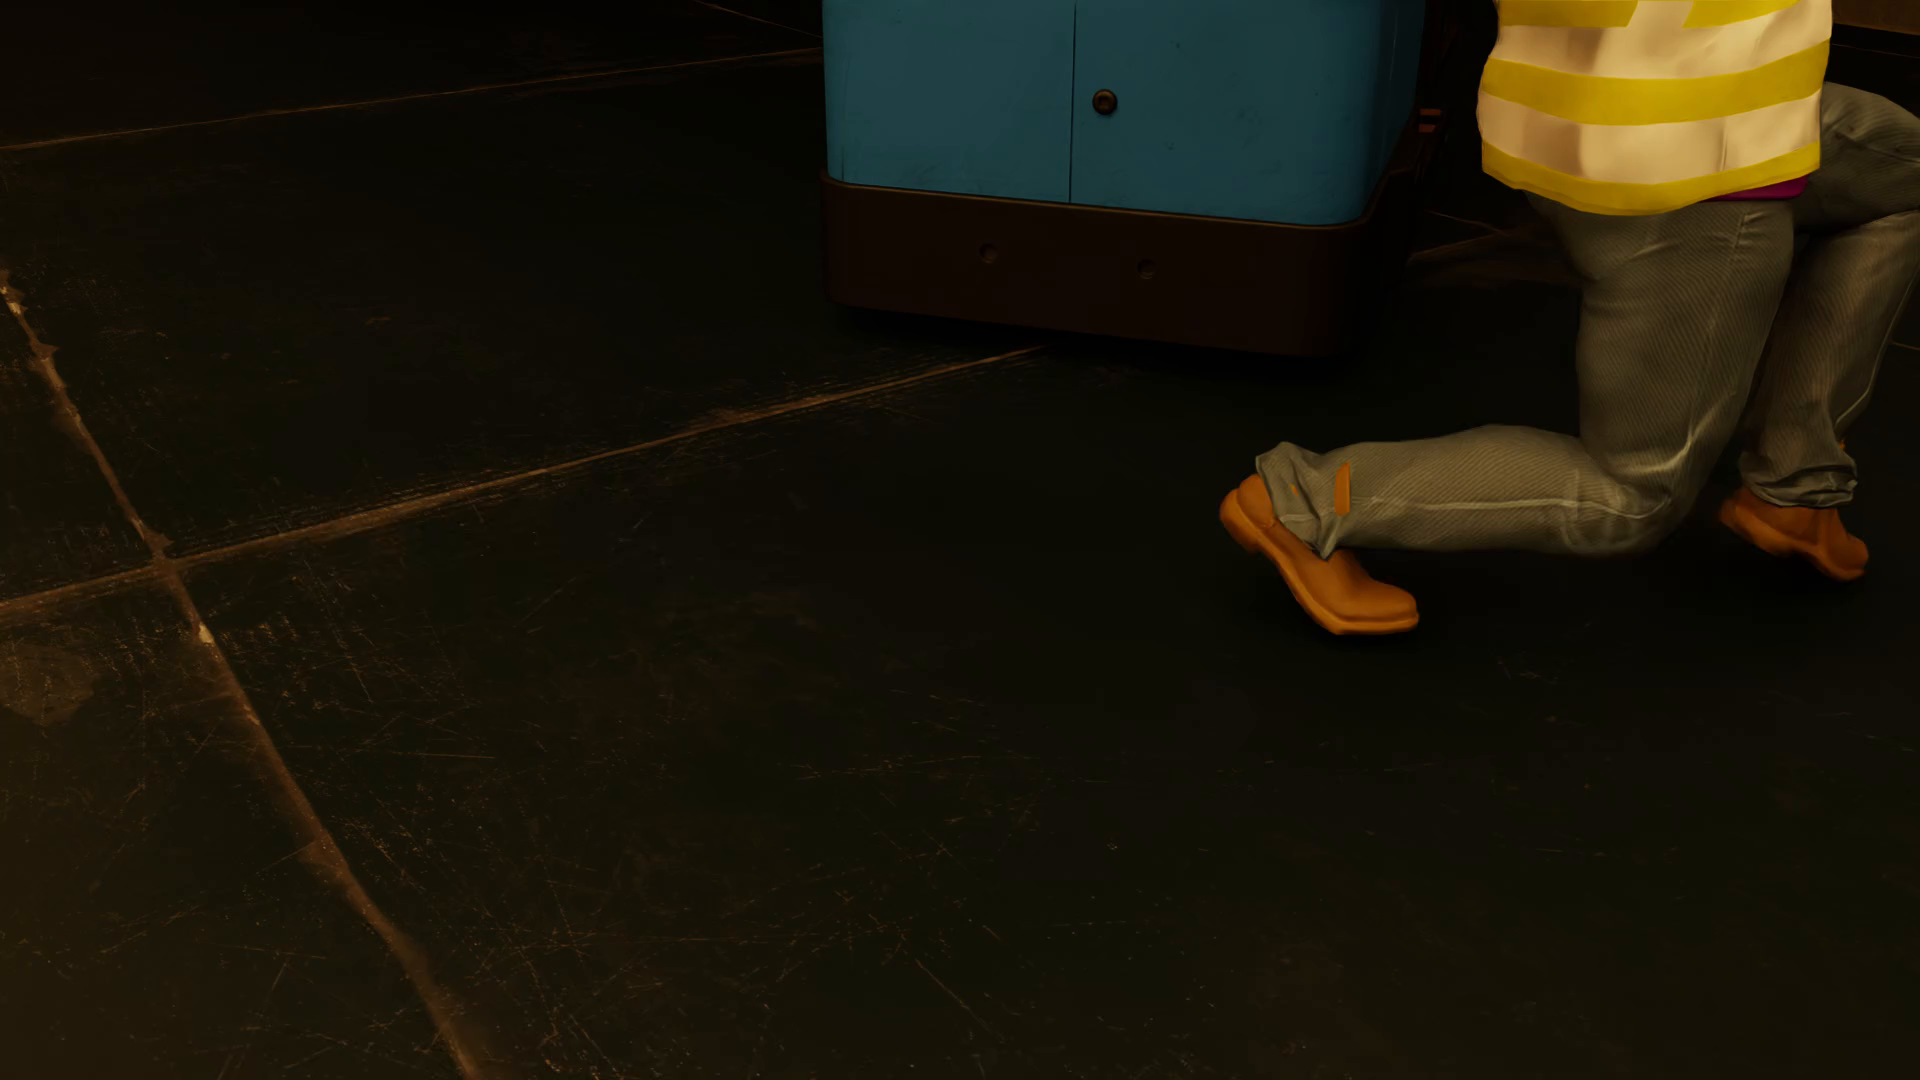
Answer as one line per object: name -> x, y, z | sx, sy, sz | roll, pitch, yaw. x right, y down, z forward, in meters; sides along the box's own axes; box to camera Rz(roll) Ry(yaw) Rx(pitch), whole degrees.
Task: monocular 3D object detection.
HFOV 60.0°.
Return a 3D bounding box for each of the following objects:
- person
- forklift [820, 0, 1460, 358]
person -> 0.789, -0.676, 2.212 | 0.965, 1.471, 1.002 | -6, 27, -11
forklift -> 0.690, -2.278, 3.772 | 1.130, 2.935, 3.031 | 9, 28, 17
